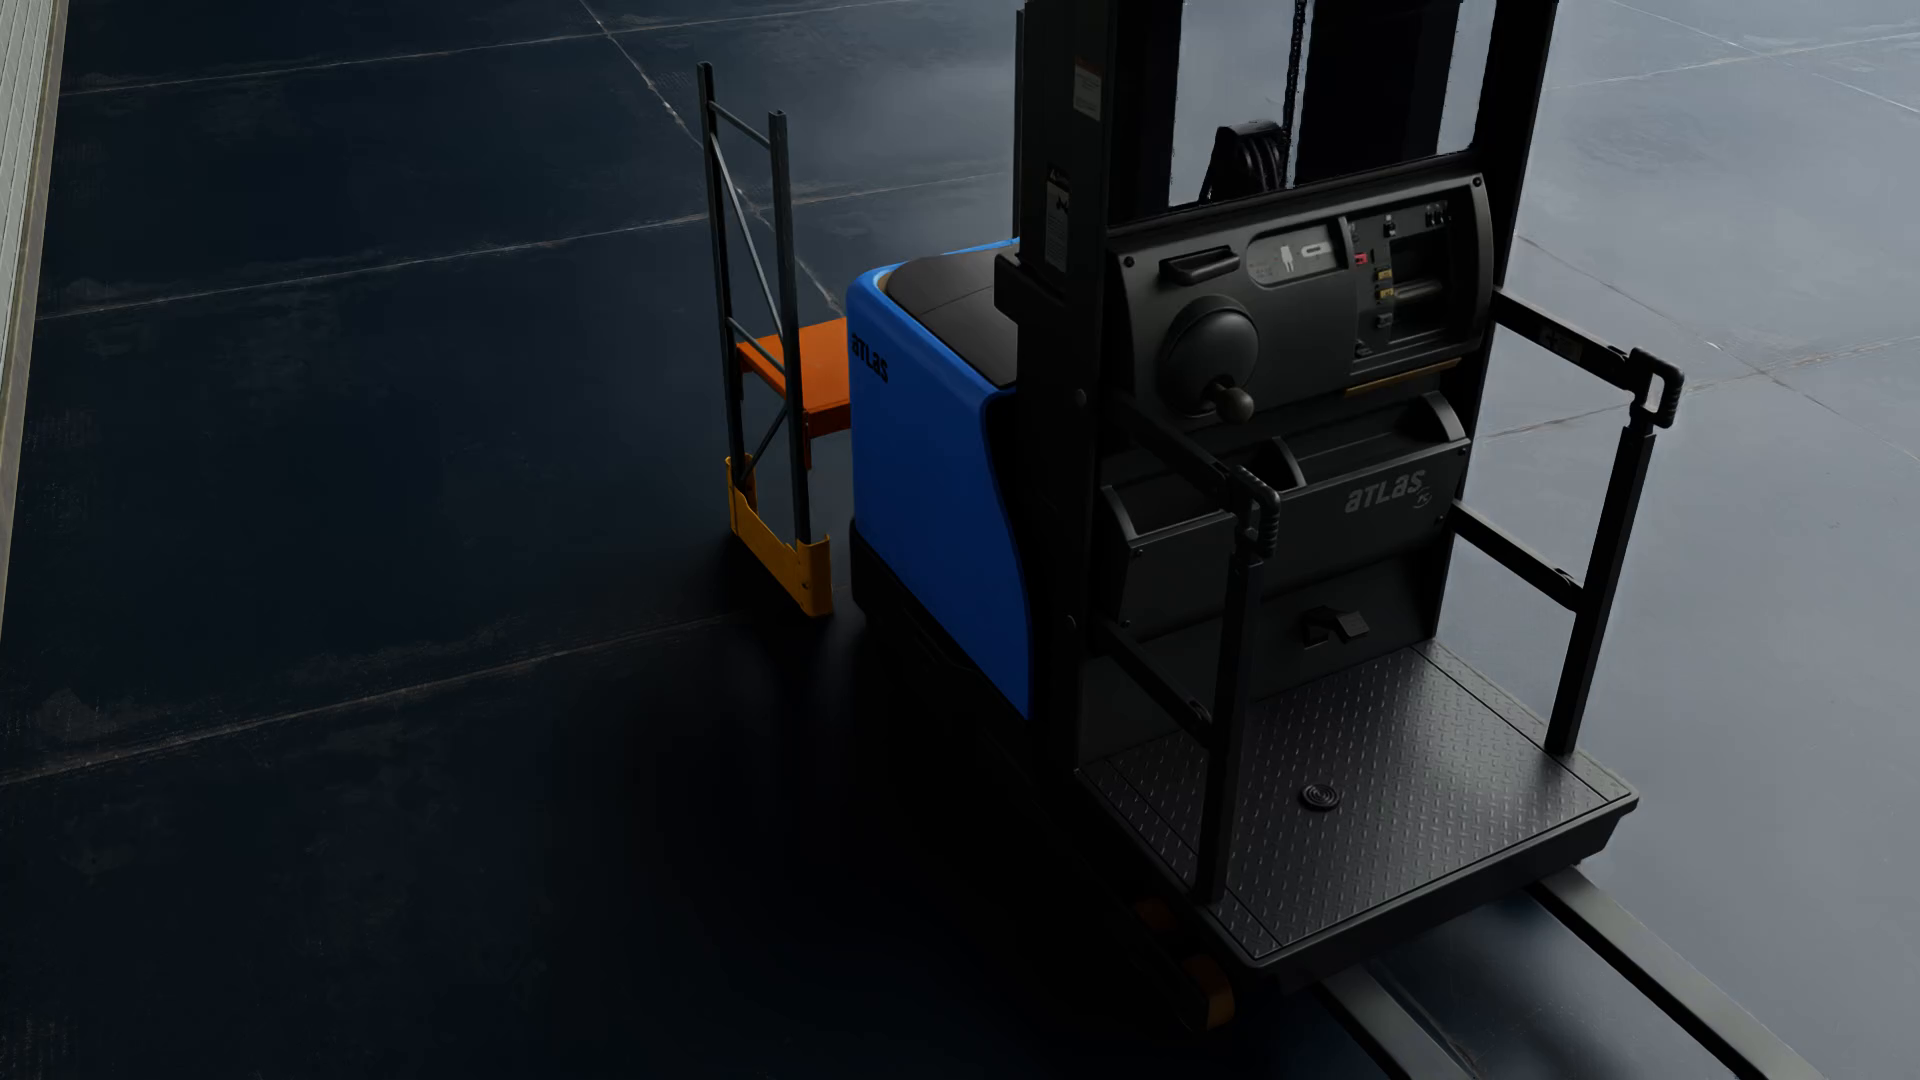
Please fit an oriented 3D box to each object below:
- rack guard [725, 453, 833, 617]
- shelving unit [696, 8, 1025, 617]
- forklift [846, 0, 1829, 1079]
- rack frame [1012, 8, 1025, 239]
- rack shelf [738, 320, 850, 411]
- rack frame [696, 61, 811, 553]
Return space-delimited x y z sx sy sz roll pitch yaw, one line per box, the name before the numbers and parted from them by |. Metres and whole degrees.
rack guard | -0.554 -0.023 5.056 0.087 0.250 0.587 -18 37 -25
shelving unit | -0.125 -0.684 4.927 1.083 1.500 0.587 -18 37 -25
forklift | 15.982 -1.446 4.784 29.544 2.935 14.203 -16 36 -23
rack frame | 0.305 -0.823 5.139 0.032 1.500 0.500 -18 37 -25
rack shelf | -0.132 -0.587 4.985 0.952 0.026 0.459 -18 37 -25
rack frame | -0.570 -0.541 4.706 0.032 1.500 0.500 -18 37 -25
